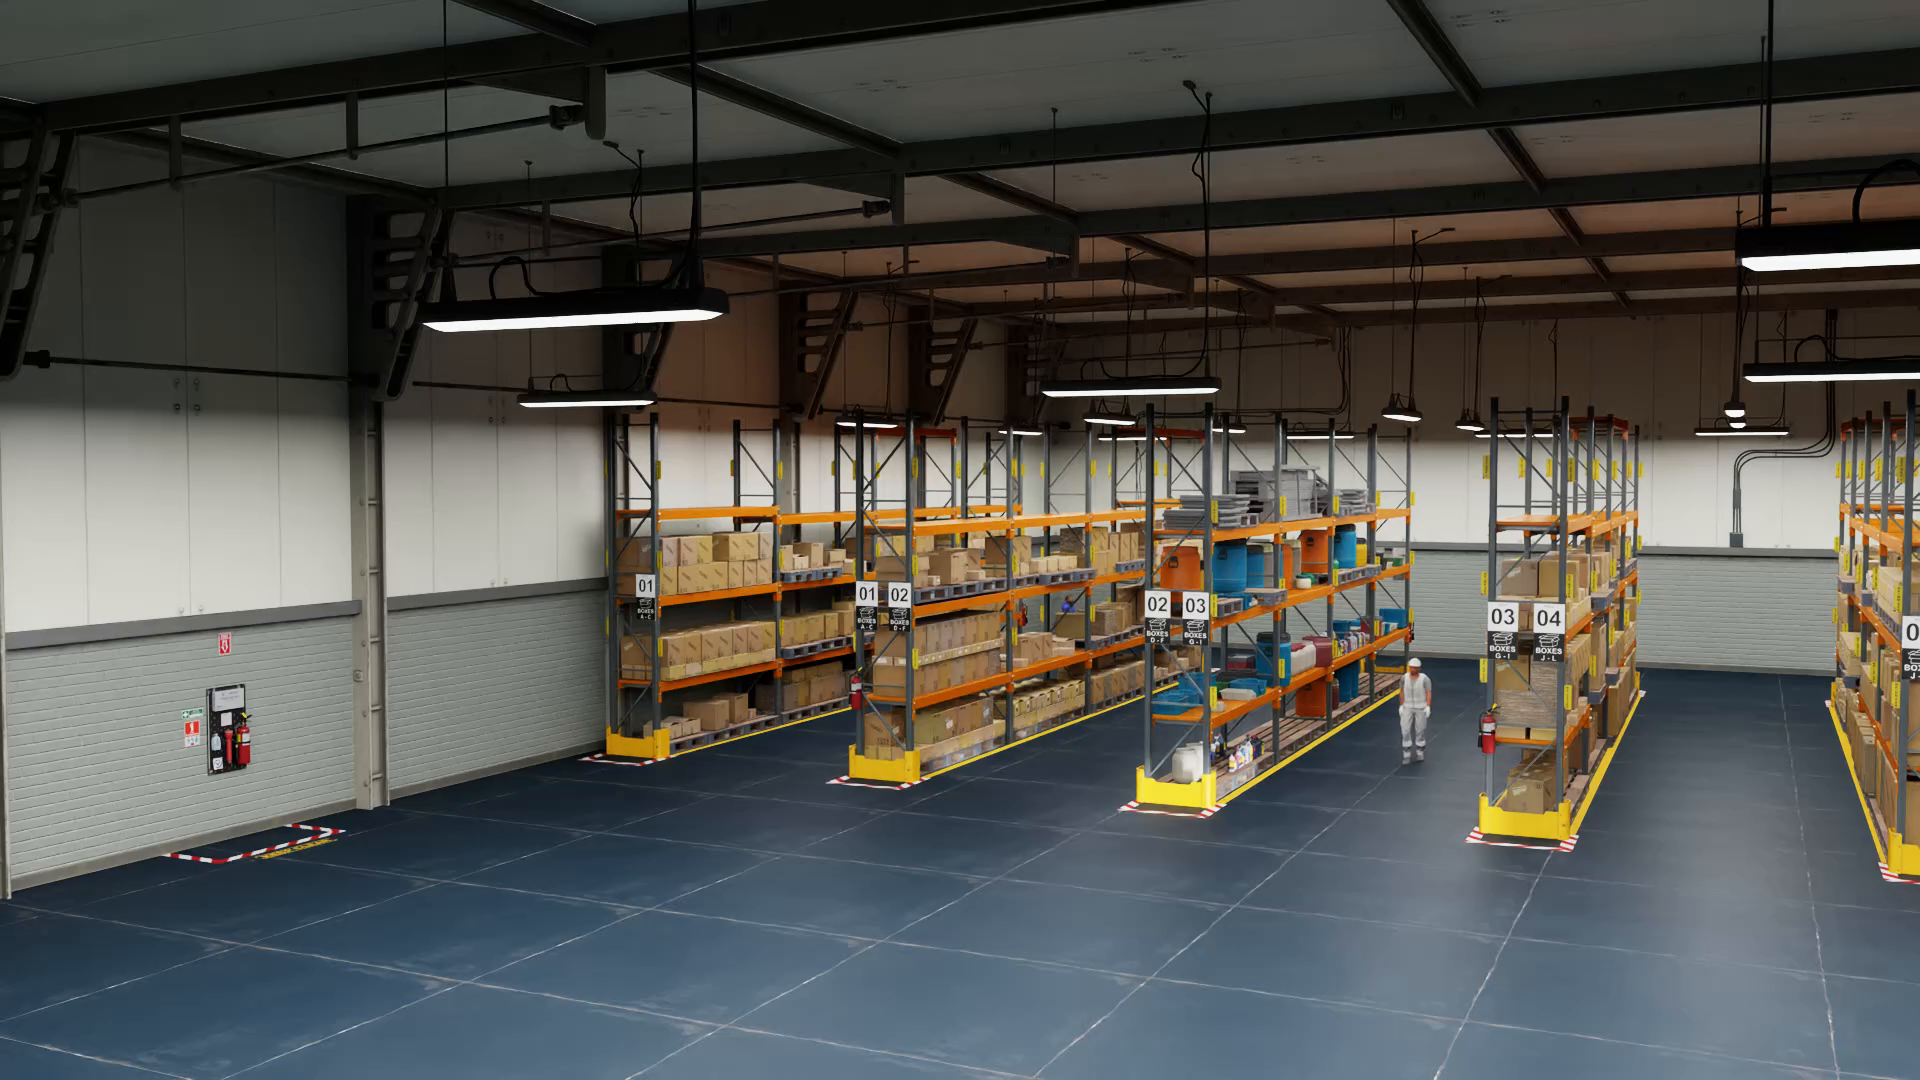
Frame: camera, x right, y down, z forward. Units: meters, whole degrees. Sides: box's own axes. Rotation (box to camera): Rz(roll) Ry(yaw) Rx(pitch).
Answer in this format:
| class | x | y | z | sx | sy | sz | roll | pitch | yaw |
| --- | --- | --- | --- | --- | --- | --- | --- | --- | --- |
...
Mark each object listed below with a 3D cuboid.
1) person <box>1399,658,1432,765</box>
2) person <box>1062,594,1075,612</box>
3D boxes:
| class | x | y | z | sx | sy | sz | roll | pitch | yaw |
| --- | --- | --- | --- | --- | --- | --- | --- | --- | --- |
| person | 7.779 | 2.926 | 28.434 | 0.583 | 1.830 | 0.566 | 1 | 3 | 29 |
| person | 2.884 | 2.278 | 44.940 | 0.504 | 1.649 | 0.609 | -2 | 3 | -43 |
